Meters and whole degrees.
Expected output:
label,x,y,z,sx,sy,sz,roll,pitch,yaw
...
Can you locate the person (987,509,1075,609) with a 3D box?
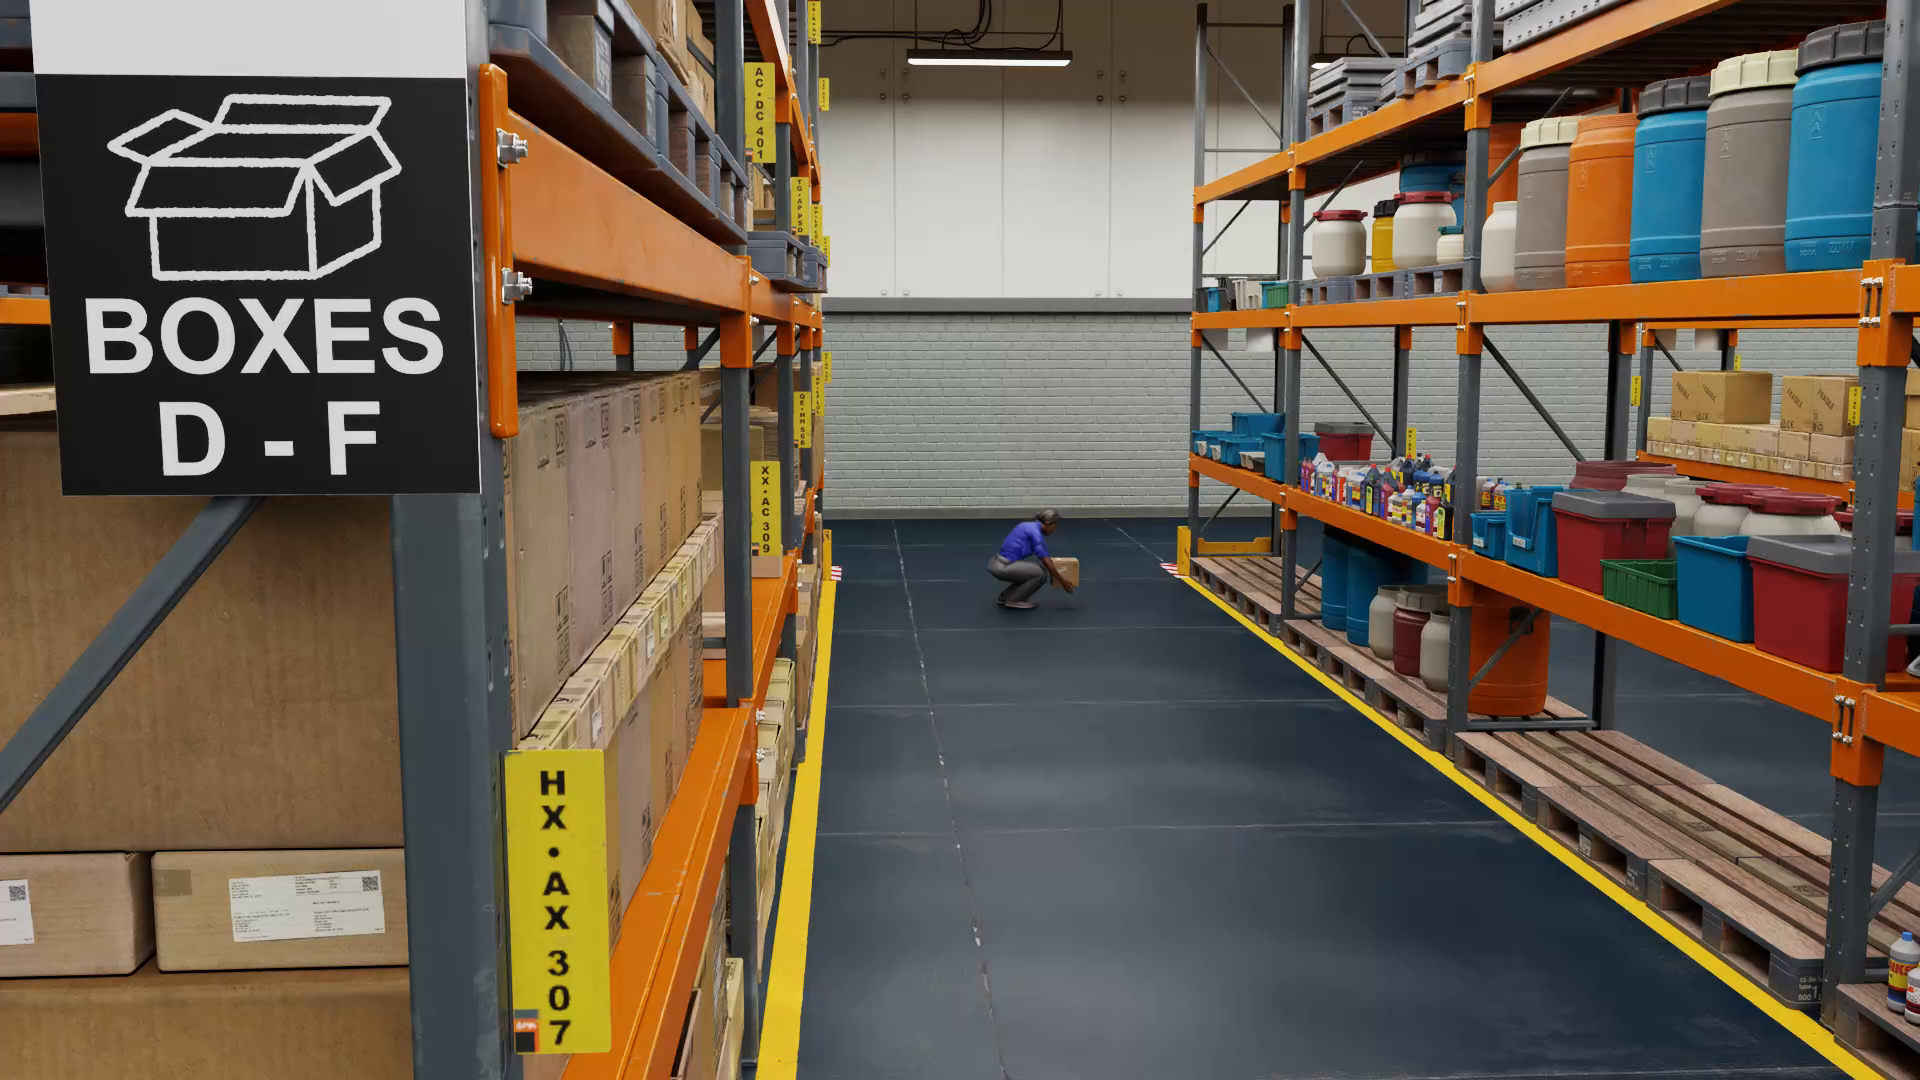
label,x,y,z,sx,sy,sz,roll,pitch,yaw
person,0.670,0.182,15.841,0.826,0.934,0.491,-1,7,-4
